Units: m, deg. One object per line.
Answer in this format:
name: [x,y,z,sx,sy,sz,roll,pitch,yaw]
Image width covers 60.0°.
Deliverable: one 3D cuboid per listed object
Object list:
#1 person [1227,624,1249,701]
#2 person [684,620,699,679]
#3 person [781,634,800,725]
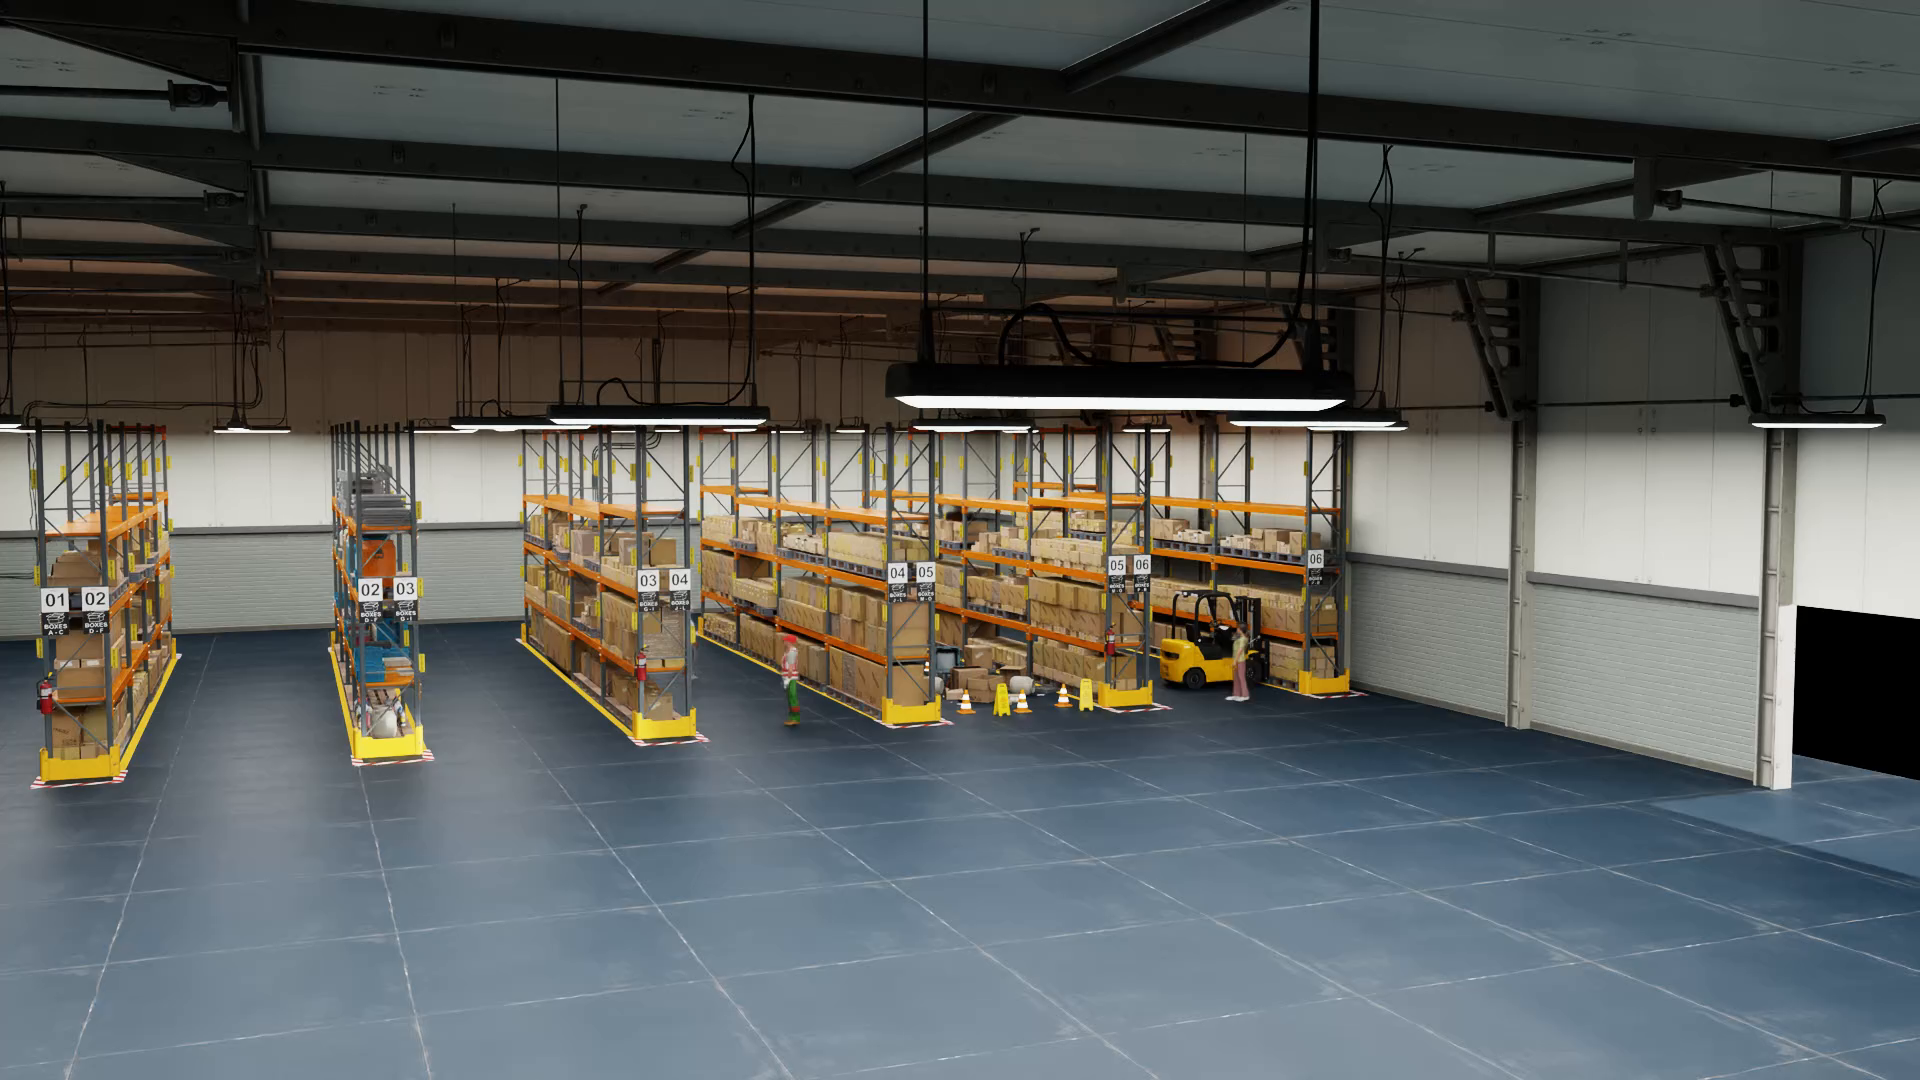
person: [6.043,2.694,35.970,0.426,1.570,0.456,-1,4,-12]
person: [-6.362,2.408,39.223,0.586,1.805,0.671,1,4,11]
person: [-3.363,2.771,32.952,0.356,1.810,0.616,-1,4,-11]
